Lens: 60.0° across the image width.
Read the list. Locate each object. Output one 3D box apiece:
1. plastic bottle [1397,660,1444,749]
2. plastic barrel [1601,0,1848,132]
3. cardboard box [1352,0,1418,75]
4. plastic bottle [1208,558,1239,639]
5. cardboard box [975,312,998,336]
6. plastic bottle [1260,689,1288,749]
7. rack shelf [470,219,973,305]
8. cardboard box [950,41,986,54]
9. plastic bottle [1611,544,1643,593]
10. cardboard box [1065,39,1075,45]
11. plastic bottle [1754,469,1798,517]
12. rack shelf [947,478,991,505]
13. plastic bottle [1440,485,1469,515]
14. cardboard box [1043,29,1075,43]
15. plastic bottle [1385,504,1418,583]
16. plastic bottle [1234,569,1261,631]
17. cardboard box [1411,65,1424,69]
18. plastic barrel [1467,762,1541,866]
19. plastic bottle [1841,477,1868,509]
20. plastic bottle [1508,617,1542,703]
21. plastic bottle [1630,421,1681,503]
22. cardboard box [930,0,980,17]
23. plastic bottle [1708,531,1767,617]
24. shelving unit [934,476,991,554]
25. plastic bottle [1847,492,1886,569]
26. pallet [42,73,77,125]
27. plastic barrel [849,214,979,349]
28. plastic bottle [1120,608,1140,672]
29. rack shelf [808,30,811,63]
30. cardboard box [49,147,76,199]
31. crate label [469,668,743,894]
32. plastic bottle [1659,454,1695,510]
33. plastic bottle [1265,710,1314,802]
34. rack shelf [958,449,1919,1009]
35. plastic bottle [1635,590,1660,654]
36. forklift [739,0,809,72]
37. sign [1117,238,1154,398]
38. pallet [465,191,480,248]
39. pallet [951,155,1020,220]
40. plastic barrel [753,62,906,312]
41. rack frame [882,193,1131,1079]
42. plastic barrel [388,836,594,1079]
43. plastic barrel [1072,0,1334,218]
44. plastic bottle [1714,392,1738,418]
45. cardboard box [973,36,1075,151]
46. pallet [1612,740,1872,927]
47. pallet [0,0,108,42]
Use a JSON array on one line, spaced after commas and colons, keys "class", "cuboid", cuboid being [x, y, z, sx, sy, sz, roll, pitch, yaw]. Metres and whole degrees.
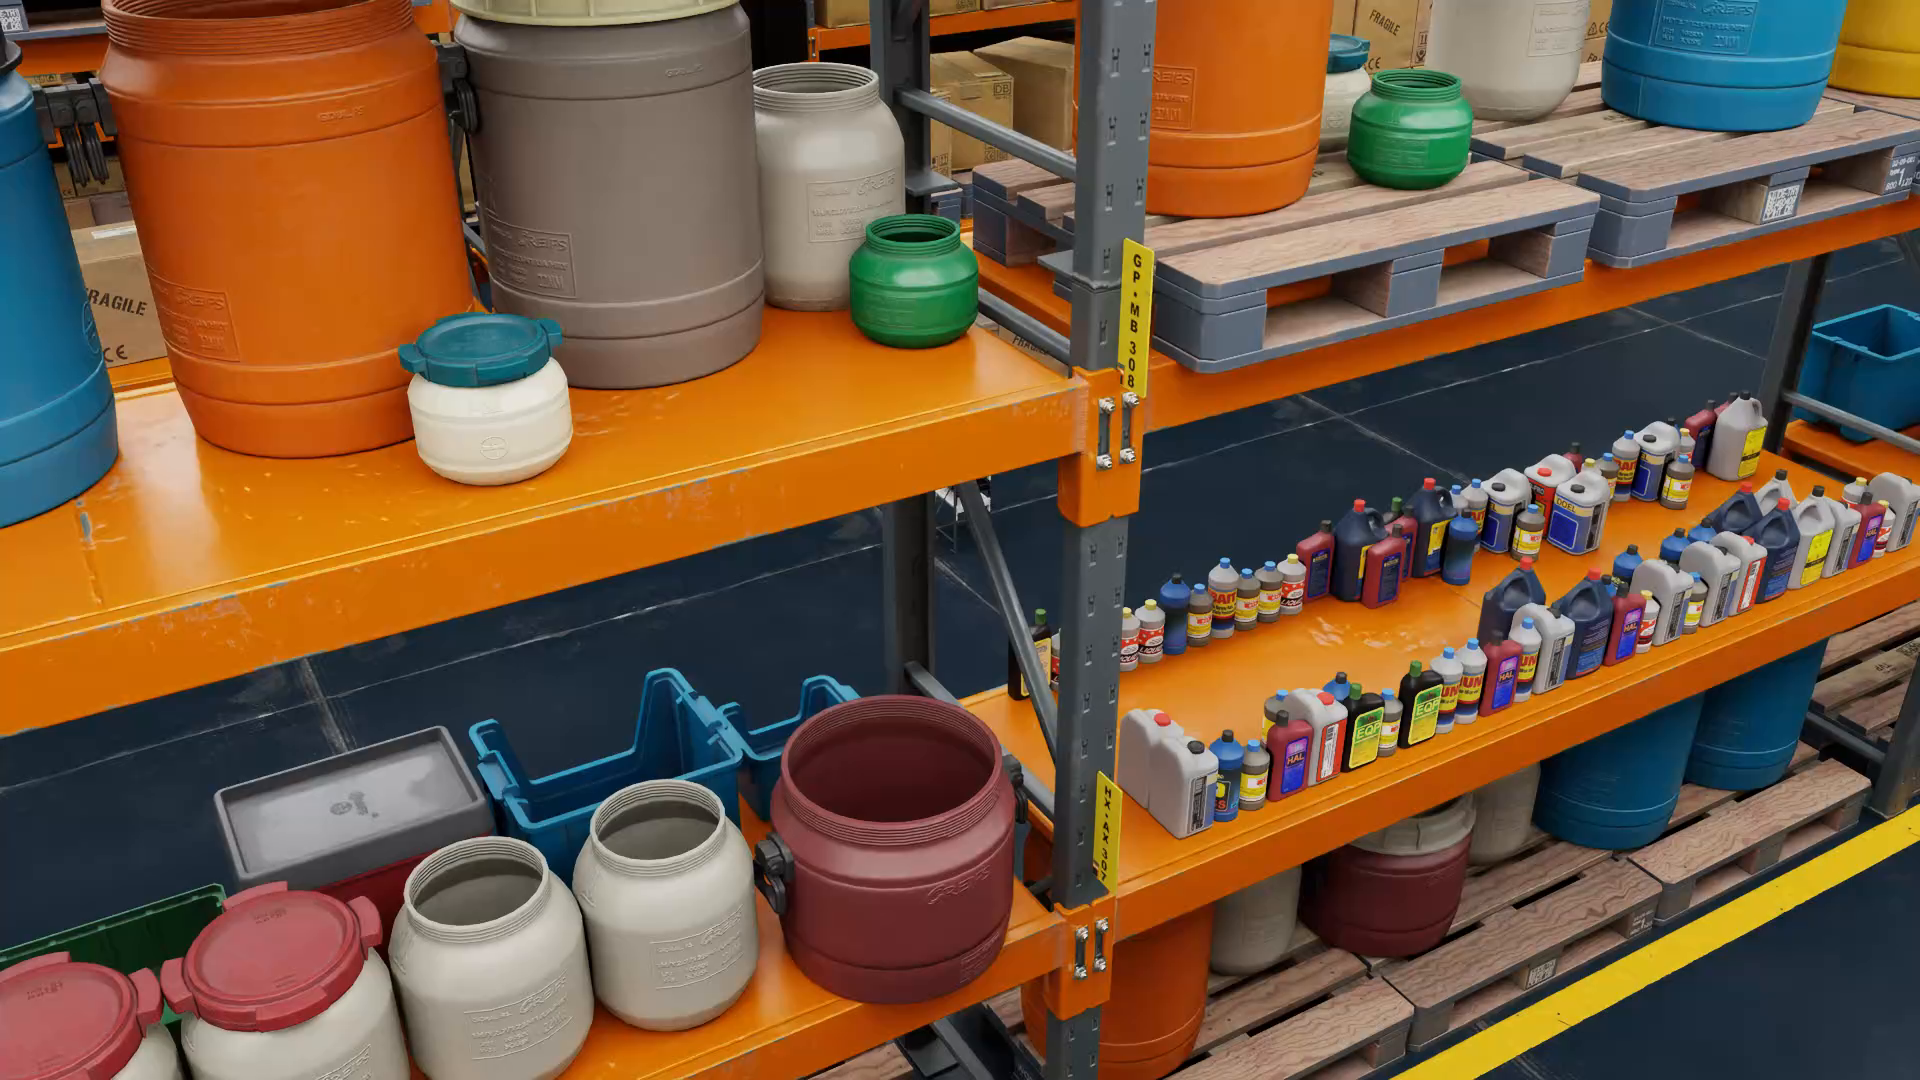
[{"class": "plastic bottle", "cuboid": [1.356, 0.473, 4.909, 0.133, 0.283, 0.061, -16, 33, -26]}, {"class": "plastic barrel", "cuboid": [2.137, -1.638, 4.555, 0.708, 0.901, 0.600, -16, 33, -26]}, {"class": "cardboard box", "cuboid": [2.462, -3.199, 10.303, 0.500, 0.500, 0.500, -17, 33, -28]}, {"class": "plastic bottle", "cuboid": [0.858, 0.184, 5.446, 0.097, 0.271, 0.097, 0, 29, 0]}, {"class": "cardboard box", "cuboid": [-0.119, -1.085, 9.743, 0.500, 0.500, 0.500, -15, 32, -26]}, {"class": "plastic bottle", "cuboid": [0.939, 0.532, 4.888, 0.097, 0.201, 0.097, 0, 29, 0]}, {"class": "rack shelf", "cuboid": [-0.700, -1.662, 9.402, 4.000, 0.370, 1.077, -16, 33, -26]}, {"class": "cardboard box", "cuboid": [0.104, -4.410, 15.118, 0.250, 0.149, 0.380, -16, 33, -27]}, {"class": "plastic bottle", "cuboid": [2.210, 0.140, 5.525, 0.097, 0.271, 0.097, 0, 29, 0]}, {"class": "cardboard box", "cuboid": [1.169, -4.499, 15.279, 0.250, 0.149, 0.380, -15, 32, -25]}, {"class": "plastic bottle", "cuboid": [2.831, -0.080, 5.841, 0.185, 0.351, 0.144, -16, 33, -26]}, {"class": "rack shelf", "cuboid": [0.007, -0.288, 8.596, 0.200, 0.077, 0.258, -16, 33, -26]}, {"class": "plastic bottle", "cuboid": [1.743, -0.067, 5.901, 0.097, 0.271, 0.097, 0, 29, 0]}, {"class": "cardboard box", "cuboid": [0.978, -4.659, 15.568, 0.250, 0.149, 0.380, -16, 33, -26]}, {"class": "plastic bottle", "cuboid": [1.506, 0.019, 5.732, 0.133, 0.283, 0.061, -16, 33, -26]}, {"class": "plastic bottle", "cuboid": [0.942, 0.191, 5.506, 0.097, 0.201, 0.097, 0, 29, 0]}, {"class": "cardboard box", "cuboid": [2.912, -2.895, 10.788, 0.500, 0.500, 0.500, -16, 33, -27]}, {"class": "plastic barrel", "cuboid": [1.911, 0.903, 6.149, 0.421, 0.512, 0.421, 0, 29, 0]}, {"class": "plastic bottle", "cuboid": [3.276, -0.132, 6.090, 0.097, 0.201, 0.097, 0, 29, 0]}, {"class": "plastic bottle", "cuboid": [1.729, 0.362, 5.123, 0.097, 0.271, 0.097, 0, 29, 0]}, {"class": "plastic bottle", "cuboid": [2.623, -0.304, 6.325, 0.135, 0.276, 0.152, -16, 33, -26]}, {"class": "cardboard box", "cuboid": [-0.380, -4.963, 14.329, 0.700, 0.700, 0.980, -17, 33, -28]}, {"class": "plastic bottle", "cuboid": [2.605, 0.096, 5.600, 0.135, 0.276, 0.152, -16, 33, -26]}, {"class": "shelving unit", "cuboid": [0.007, -0.396, 8.536, 0.210, 0.900, 0.258, -16, 33, -26]}, {"class": "plastic bottle", "cuboid": [3.179, -0.045, 5.847, 0.133, 0.283, 0.061, -16, 33, -26]}, {"class": "pallet", "cuboid": [-6.623, -2.965, 11.216, 1.213, 0.211, 1.003, -16, 33, -26]}, {"class": "plastic barrel", "cuboid": [-0.105, -0.587, 3.765, 0.294, 0.245, 0.294, 0, 29, 0]}, {"class": "plastic bottle", "cuboid": [0.523, 0.310, 5.290, 0.097, 0.201, 0.097, 0, 29, 0]}, {"class": "rack shelf", "cuboid": [-3.212, -3.725, 13.140, 4.000, 0.370, 1.077, -16, 33, -26]}, {"class": "cardboard box", "cuboid": [-6.495, -2.538, 11.599, 0.500, 0.250, 0.500, -16, 33, -27]}, {"class": "crate label", "cuboid": [-0.911, 0.692, 4.356, 0.616, 0.435, 0.502, -16, 33, -26]}, {"class": "plastic bottle", "cuboid": [2.703, -0.224, 6.257, 0.097, 0.201, 0.097, 0, 29, 0]}, {"class": "plastic bottle", "cuboid": [0.926, 0.595, 4.688, 0.133, 0.283, 0.061, -16, 33, -26]}, {"class": "rack shelf", "cuboid": [1.807, 0.402, 5.662, 4.000, 0.370, 1.077, -16, 33, -26]}, {"class": "plastic bottle", "cuboid": [2.203, 0.258, 5.384, 0.097, 0.201, 0.097, 0, 29, 0]}, {"class": "forklift", "cuboid": [-1.749, -2.636, 10.493, 3.031, 2.935, 1.130, -15, 32, -25]}, {"class": "sign", "cuboid": [0.367, -0.463, 3.489, 0.005, 0.325, 0.100, -16, 33, -26]}, {"class": "pallet", "cuboid": [-4.219, -2.491, 13.046, 1.213, 0.211, 1.003, -16, 33, -26]}, {"class": "pallet", "cuboid": [0.281, -2.233, 9.890, 1.213, 0.211, 1.003, -16, 33, -26]}, {"class": "plastic barrel", "cuboid": [-0.341, -0.837, 3.942, 0.421, 0.512, 0.421, 0, 29, 0]}, {"class": "rack frame", "cuboid": [0.082, 0.577, 4.601, 0.127, 3.000, 1.000, -16, 33, -26]}, {"class": "plastic barrel", "cuboid": [-1.060, 0.972, 3.769, 0.421, 0.512, 0.421, 0, 29, 0]}, {"class": "plastic barrel", "cuboid": [0.573, -1.246, 3.920, 0.708, 0.830, 0.600, -16, 33, -26]}, {"class": "plastic bottle", "cuboid": [2.999, -0.439, 6.562, 0.133, 0.283, 0.061, -16, 33, -26]}, {"class": "cardboard box", "cuboid": [0.503, -2.672, 9.949, 0.700, 0.500, 0.500, 22, 36, 34]}, {"class": "pallet", "cuboid": [2.845, 0.990, 6.738, 1.213, 0.211, 1.003, -16, 33, -26]}, {"class": "pallet", "cuboid": [-3.926, -2.240, 6.795, 1.213, 0.211, 1.003, -14, 32, -24]}]
